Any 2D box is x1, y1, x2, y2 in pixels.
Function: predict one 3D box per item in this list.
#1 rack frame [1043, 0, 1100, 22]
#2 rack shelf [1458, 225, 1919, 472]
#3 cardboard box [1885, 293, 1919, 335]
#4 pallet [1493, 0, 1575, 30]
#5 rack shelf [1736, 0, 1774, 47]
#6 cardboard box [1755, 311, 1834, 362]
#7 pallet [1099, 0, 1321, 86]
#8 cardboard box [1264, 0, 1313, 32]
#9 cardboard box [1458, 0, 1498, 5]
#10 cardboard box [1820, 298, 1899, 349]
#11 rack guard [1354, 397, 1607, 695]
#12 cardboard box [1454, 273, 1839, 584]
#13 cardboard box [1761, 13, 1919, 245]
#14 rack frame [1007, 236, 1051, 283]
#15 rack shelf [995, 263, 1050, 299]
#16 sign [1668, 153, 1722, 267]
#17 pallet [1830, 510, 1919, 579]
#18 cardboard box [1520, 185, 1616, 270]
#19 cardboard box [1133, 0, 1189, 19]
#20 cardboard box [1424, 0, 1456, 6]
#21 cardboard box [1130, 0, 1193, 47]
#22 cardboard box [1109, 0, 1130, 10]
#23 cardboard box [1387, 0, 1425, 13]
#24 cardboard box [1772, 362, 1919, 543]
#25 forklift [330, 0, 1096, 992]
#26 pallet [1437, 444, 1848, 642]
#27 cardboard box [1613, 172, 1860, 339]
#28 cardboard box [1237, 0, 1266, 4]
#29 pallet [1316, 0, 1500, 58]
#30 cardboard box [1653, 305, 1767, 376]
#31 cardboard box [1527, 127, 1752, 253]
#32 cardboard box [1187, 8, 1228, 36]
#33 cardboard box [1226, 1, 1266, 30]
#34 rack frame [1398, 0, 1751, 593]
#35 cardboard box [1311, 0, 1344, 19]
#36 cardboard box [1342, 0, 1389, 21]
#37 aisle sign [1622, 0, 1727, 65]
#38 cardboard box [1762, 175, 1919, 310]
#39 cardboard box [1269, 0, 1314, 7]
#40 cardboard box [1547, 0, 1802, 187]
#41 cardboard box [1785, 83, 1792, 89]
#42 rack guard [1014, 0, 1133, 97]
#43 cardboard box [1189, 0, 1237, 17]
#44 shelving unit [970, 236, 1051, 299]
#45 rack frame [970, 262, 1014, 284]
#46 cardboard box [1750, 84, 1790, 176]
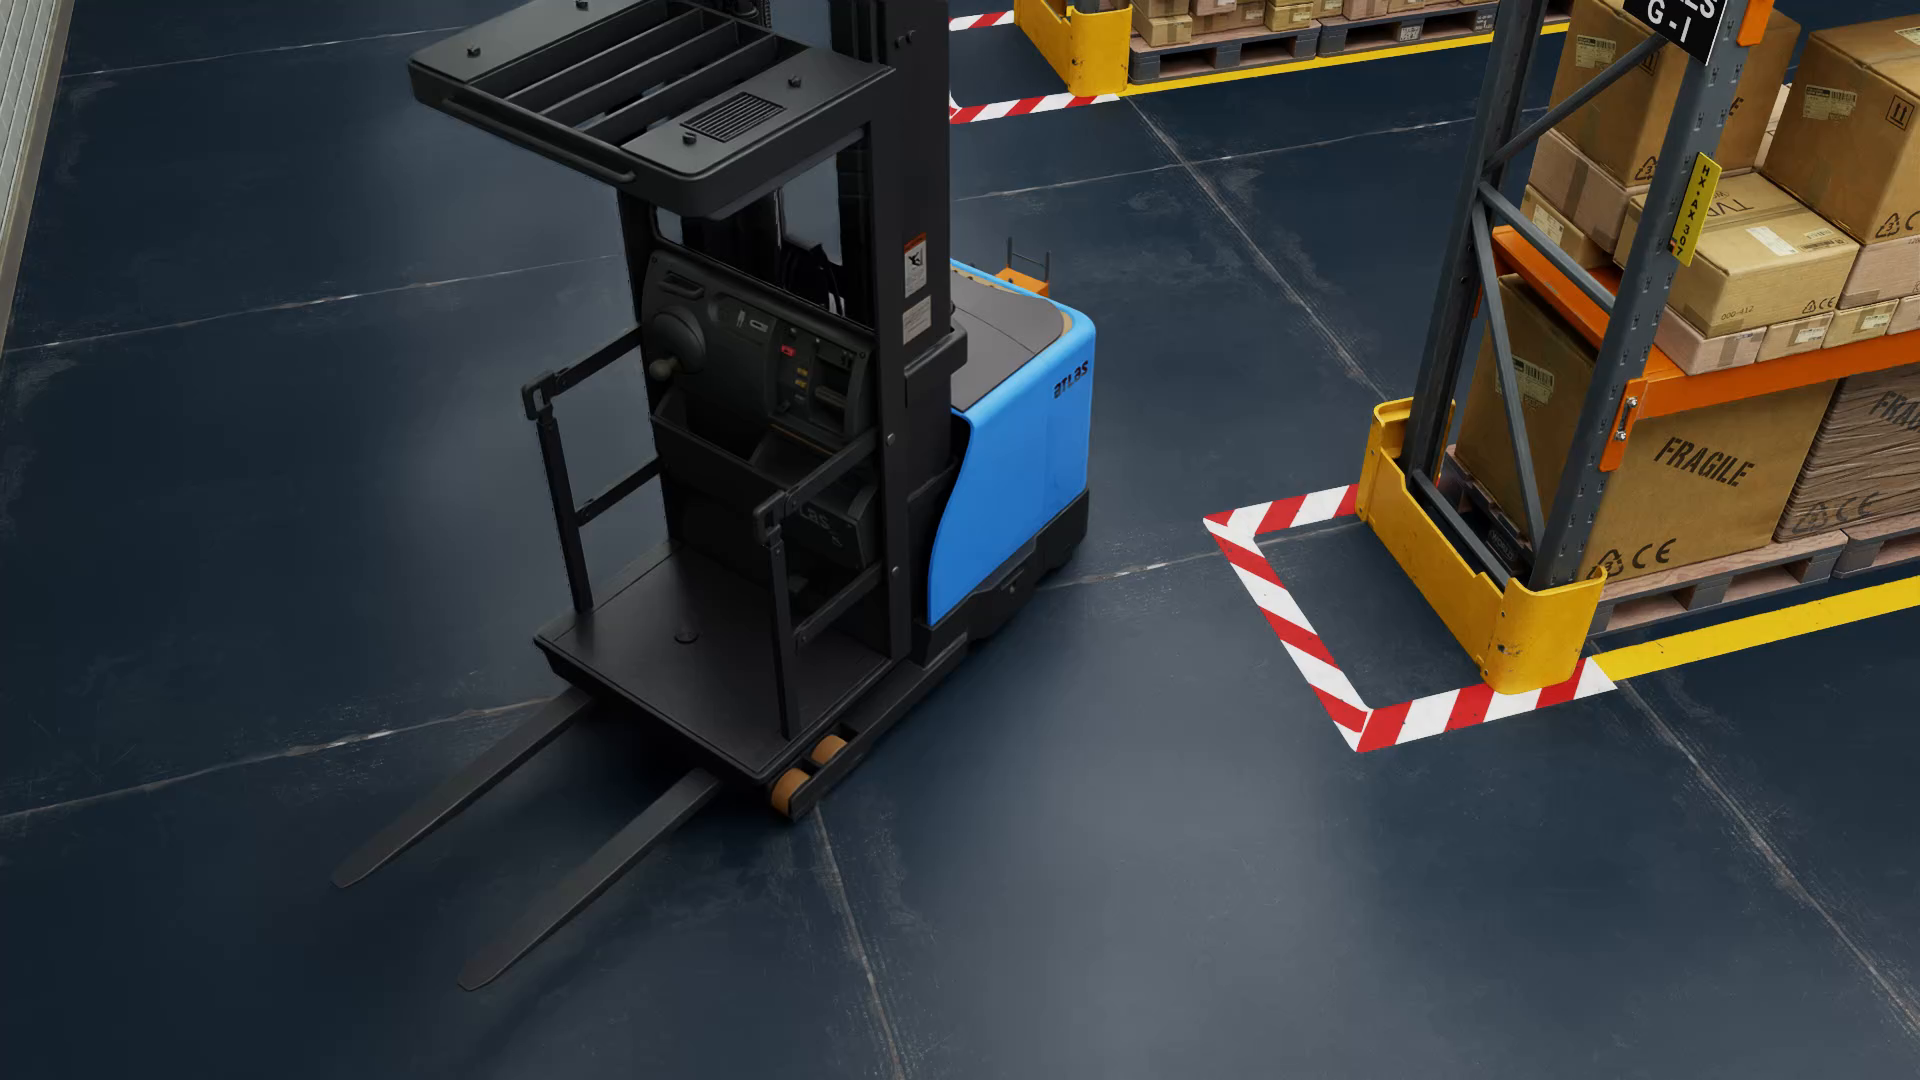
[{"bbox_3d":[0.588,-4.088,9.149,0.127,3.000,1.000,-12,42,-13],"label":"rack frame"},{"bbox_3d":[3.889,-1.080,6.253,4.000,0.370,1.077,-12,42,-13],"label":"rack shelf"},{"bbox_3d":[3.156,-0.878,5.666,0.250,0.149,0.380,-12,43,-14],"label":"cardboard box"},{"bbox_3d":[3.773,-3.673,10.794,1.213,0.211,1.003,-12,42,-13],"label":"pallet"},{"bbox_3d":[3.889,-2.209,5.266,4.000,0.370,1.077,-12,42,-13],"label":"rack shelf"},{"bbox_3d":[2.663,-0.775,5.548,0.250,0.149,0.380,-12,43,-14],"label":"cardboard box"},{"bbox_3d":[1.446,-3.191,10.242,1.213,0.211,1.003,-12,42,-13],"label":"pallet"},{"bbox_3d":[1.920,-3.213,9.996,0.250,0.149,0.380,-11,42,-13],"label":"cardboard box"},{"bbox_3d":[3.144,-3.467,10.286,0.250,0.149,0.380,-12,43,-13],"label":"cardboard box"},{"bbox_3d":[2.907,-0.826,5.607,0.250,0.149,0.380,-13,43,-14],"label":"cardboard box"},{"bbox_3d":[1.958,-0.009,6.380,0.348,0.500,1.175,-12,42,-13],"label":"rack guard"},{"bbox_3d":[2.568,-0.490,6.327,0.875,0.875,0.875,-12,42,-13],"label":"cardboard box"},{"bbox_3d":[2.997,-1.317,5.296,0.500,0.500,0.500,-13,43,-14],"label":"cardboard box"},{"bbox_3d":[0.269,-0.757,6.818,0.200,1.050,0.008,27,48,27],"label":"rack frame"},{"bbox_3d":[0.195,-0.899,6.565,0.215,0.259,0.240,27,48,27],"label":"rack shelf"},{"bbox_3d":[2.142,-0.962,4.853,0.005,0.325,0.100,-12,42,-13],"label":"sign"},{"bbox_3d":[3.882,-0.351,6.991,1.213,0.211,1.003,-12,42,-13],"label":"pallet"},{"bbox_3d":[2.222,-1.138,5.963,0.250,0.149,0.380,-11,42,-12],"label":"cardboard box"},{"bbox_3d":[1.165,-3.227,9.785,0.250,0.149,0.380,-10,42,-11],"label":"cardboard box"},{"bbox_3d":[2.875,-3.458,10.275,0.250,0.149,0.380,-11,42,-12],"label":"cardboard box"},{"bbox_3d":[1.184,-3.075,9.837,0.250,0.149,0.380,-11,42,-12],"label":"cardboard box"},{"bbox_3d":[1.027,-3.407,10.218,0.250,0.149,0.380,-11,42,-12],"label":"cardboard box"},{"bbox_3d":[2.655,-3.389,10.197,0.250,0.149,0.380,-12,42,-13],"label":"cardboard box"},{"bbox_3d":[3.436,-0.670,6.532,0.875,0.875,0.875,-12,42,-13],"label":"cardboard box"},{"bbox_3d":[-0.785,-0.529,5.128,1.130,2.935,3.031,27,48,27],"label":"forklift"},{"bbox_3d":[2.720,-0.112,6.718,1.213,0.211,1.003,-12,42,-13],"label":"pallet"},{"bbox_3d":[2.520,-0.936,5.430,0.500,0.250,0.500,-13,43,-14],"label":"cardboard box"},{"bbox_3d":[1.650,-3.349,9.925,0.250,0.149,0.380,-11,42,-13],"label":"cardboard box"},{"bbox_3d":[2.607,-3.430,10.515,1.213,0.211,1.003,-12,42,-13],"label":"pallet"},{"bbox_3d":[2.419,-0.724,5.489,0.250,0.149,0.380,-11,42,-13],"label":"cardboard box"},{"bbox_3d":[2.364,-1.273,5.815,0.500,0.250,0.500,-12,43,-14],"label":"cardboard box"},{"bbox_3d":[1.409,-3.178,9.956,0.250,0.149,0.380,-12,43,-13],"label":"cardboard box"},{"bbox_3d":[1.644,-3.232,10.017,0.250,0.149,0.380,-11,42,-13],"label":"cardboard box"},{"bbox_3d":[1.981,-0.955,5.564,0.127,3.000,1.000,-12,42,-13],"label":"rack frame"},{"bbox_3d":[2.135,-3.323,10.122,0.250,0.149,0.380,-12,42,-13],"label":"cardboard box"},{"bbox_3d":[2.399,-3.318,10.116,0.250,0.149,0.380,-14,43,-15],"label":"cardboard box"},{"bbox_3d":[2.003,-1.732,4.476,0.004,0.787,0.394,-12,42,-13],"label":"aisle sign"},{"bbox_3d":[3.014,-1.043,5.552,0.500,0.250,0.500,-12,43,-14],"label":"cardboard box"},{"bbox_3d":[1.927,-3.332,9.906,0.250,0.149,0.380,-10,42,-12],"label":"cardboard box"},{"bbox_3d":[2.367,-1.554,5.567,0.500,0.500,0.500,-11,42,-13],"label":"cardboard box"},{"bbox_3d":[3.333,-1.474,6.045,0.500,0.250,0.500,-13,43,-15],"label":"cardboard box"},{"bbox_3d":[0.660,-3.161,9.989,0.348,0.500,1.175,-12,42,-13],"label":"rack guard"},{"bbox_3d":[1.443,-3.246,9.807,0.250,0.149,0.380,-12,43,-13],"label":"cardboard box"},{"bbox_3d":[0.195,-0.693,6.745,0.215,1.050,0.252,27,48,27],"label":"shelving unit"},{"bbox_3d":[0.121,-0.629,6.672,0.200,1.050,0.008,27,48,27],"label":"rack frame"},{"bbox_3d":[2.848,-1.373,5.929,0.500,0.250,0.500,-12,43,-14],"label":"cardboard box"}]
